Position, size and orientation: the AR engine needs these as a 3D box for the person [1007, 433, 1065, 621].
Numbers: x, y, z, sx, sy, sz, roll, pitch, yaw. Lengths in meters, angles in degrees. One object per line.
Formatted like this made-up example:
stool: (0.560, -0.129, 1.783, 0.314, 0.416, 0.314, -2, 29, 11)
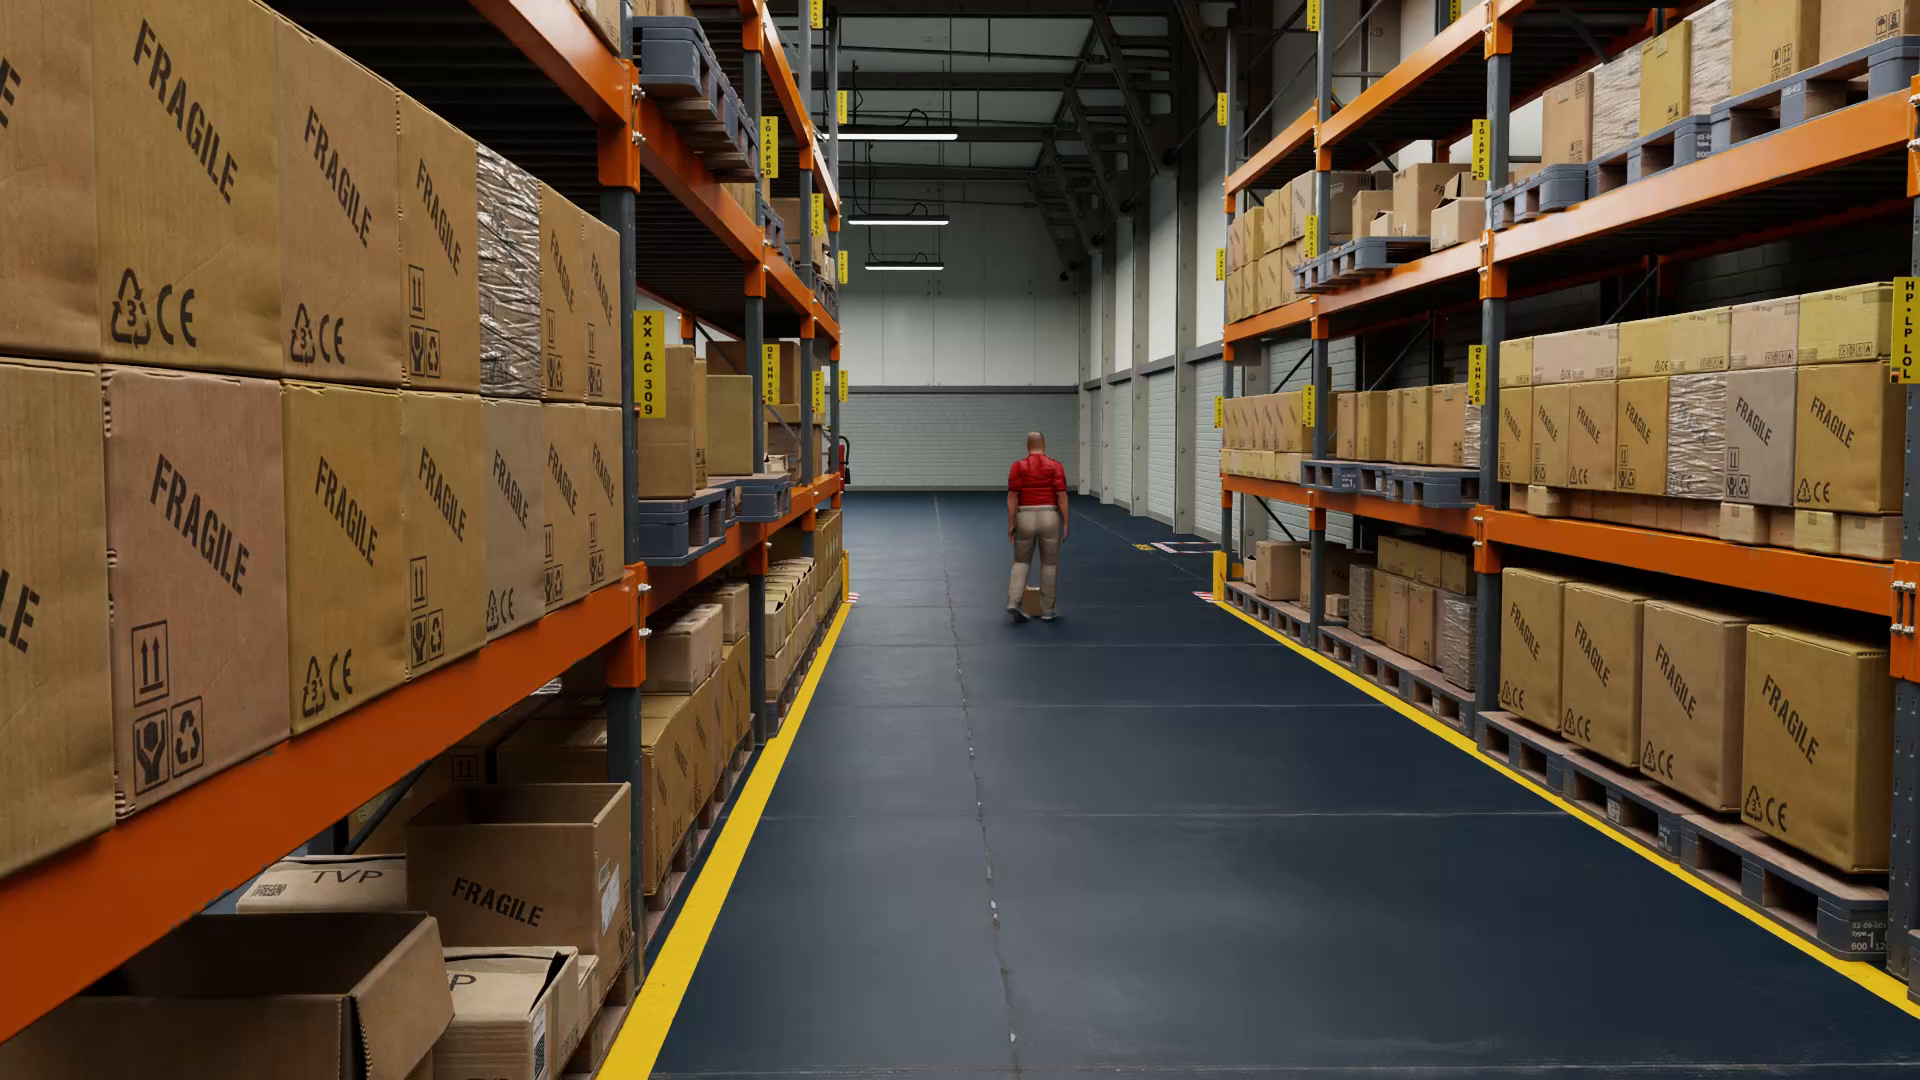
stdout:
person: (0.694, -0.115, 15.232, 0.527, 1.729, 0.361, 0, 4, 0)
